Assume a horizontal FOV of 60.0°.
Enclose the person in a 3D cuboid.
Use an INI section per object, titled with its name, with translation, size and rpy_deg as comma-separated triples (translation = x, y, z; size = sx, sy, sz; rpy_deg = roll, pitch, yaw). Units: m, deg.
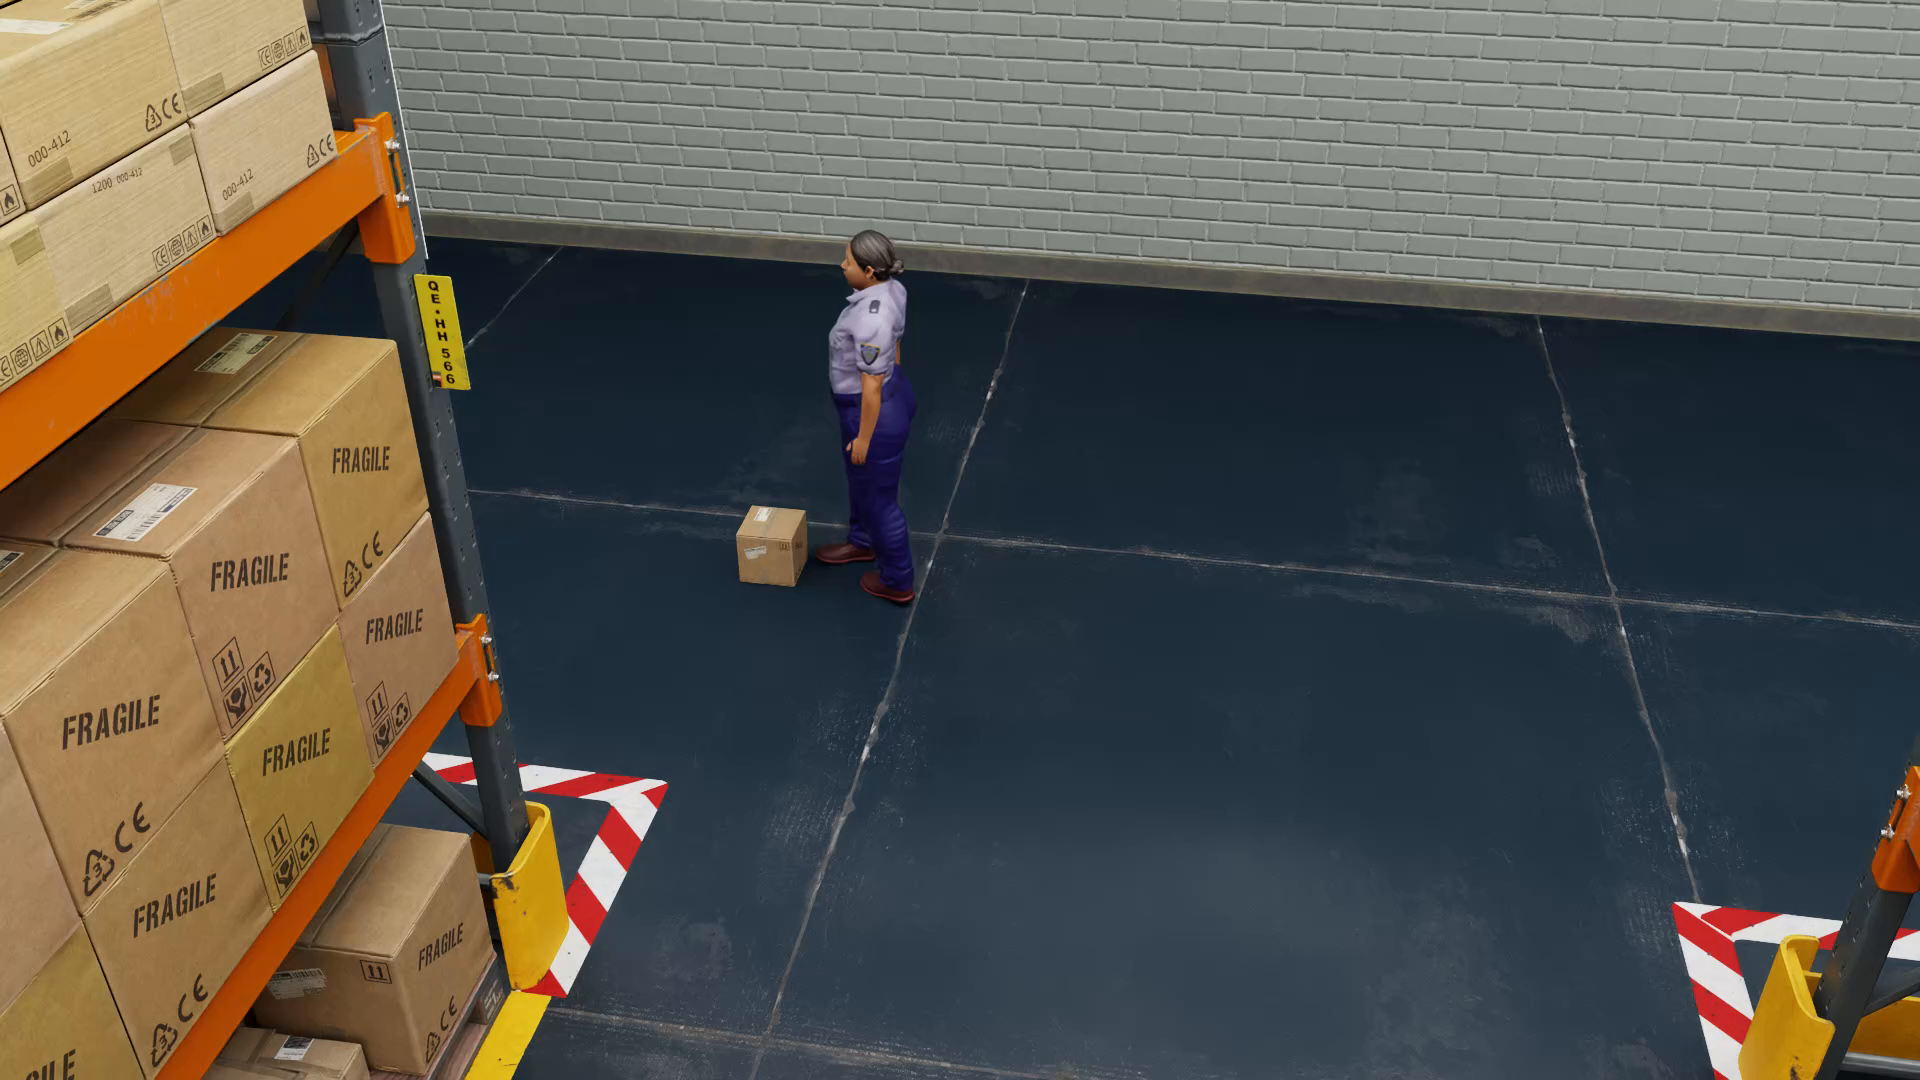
[person]
translation = -0.422, -0.522, 6.976
size = 0.499, 1.656, 0.477
rpy_deg = 5, 33, 8
